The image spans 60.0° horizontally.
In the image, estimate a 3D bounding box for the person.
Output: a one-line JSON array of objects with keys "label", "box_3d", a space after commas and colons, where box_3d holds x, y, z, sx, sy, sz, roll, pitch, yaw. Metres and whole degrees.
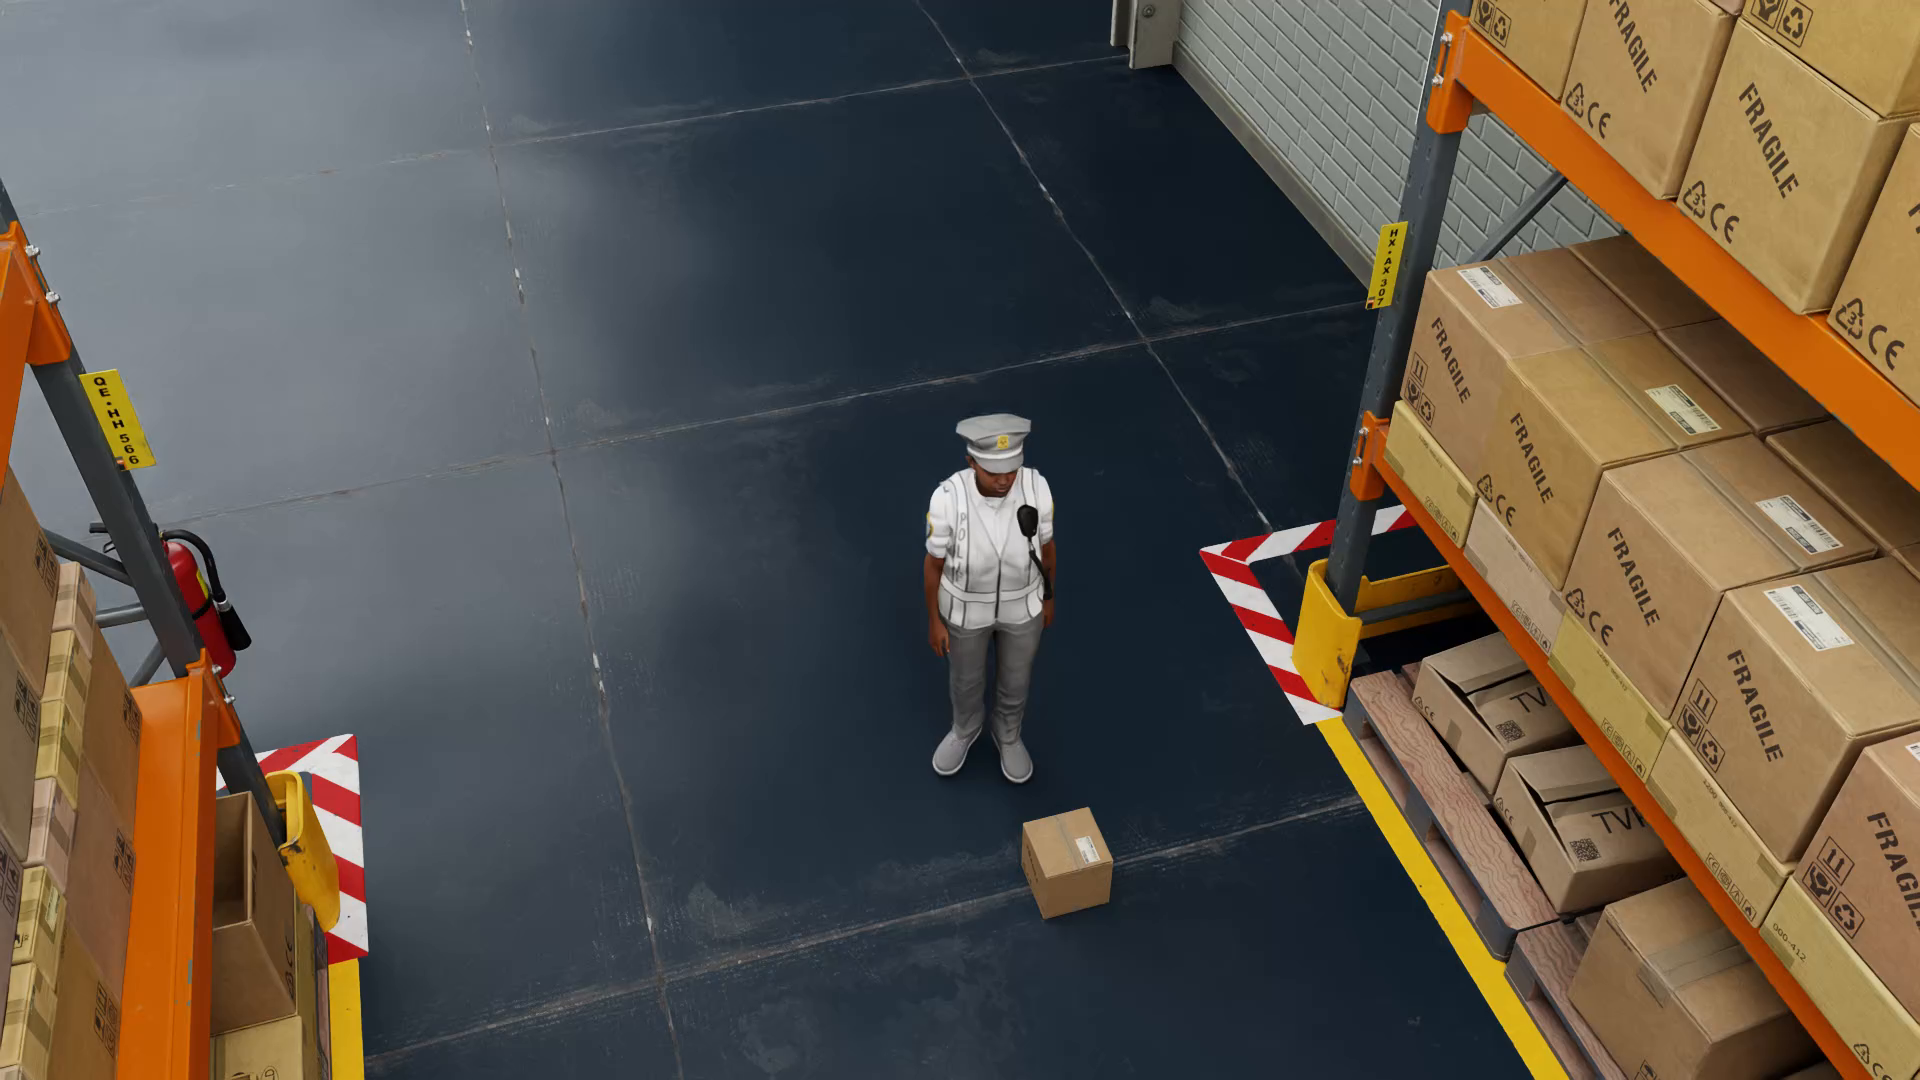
[{"label": "person", "box_3d": [0.110, 0.223, 5.869, 0.475, 1.685, 0.368, -5, 43, -6]}]
